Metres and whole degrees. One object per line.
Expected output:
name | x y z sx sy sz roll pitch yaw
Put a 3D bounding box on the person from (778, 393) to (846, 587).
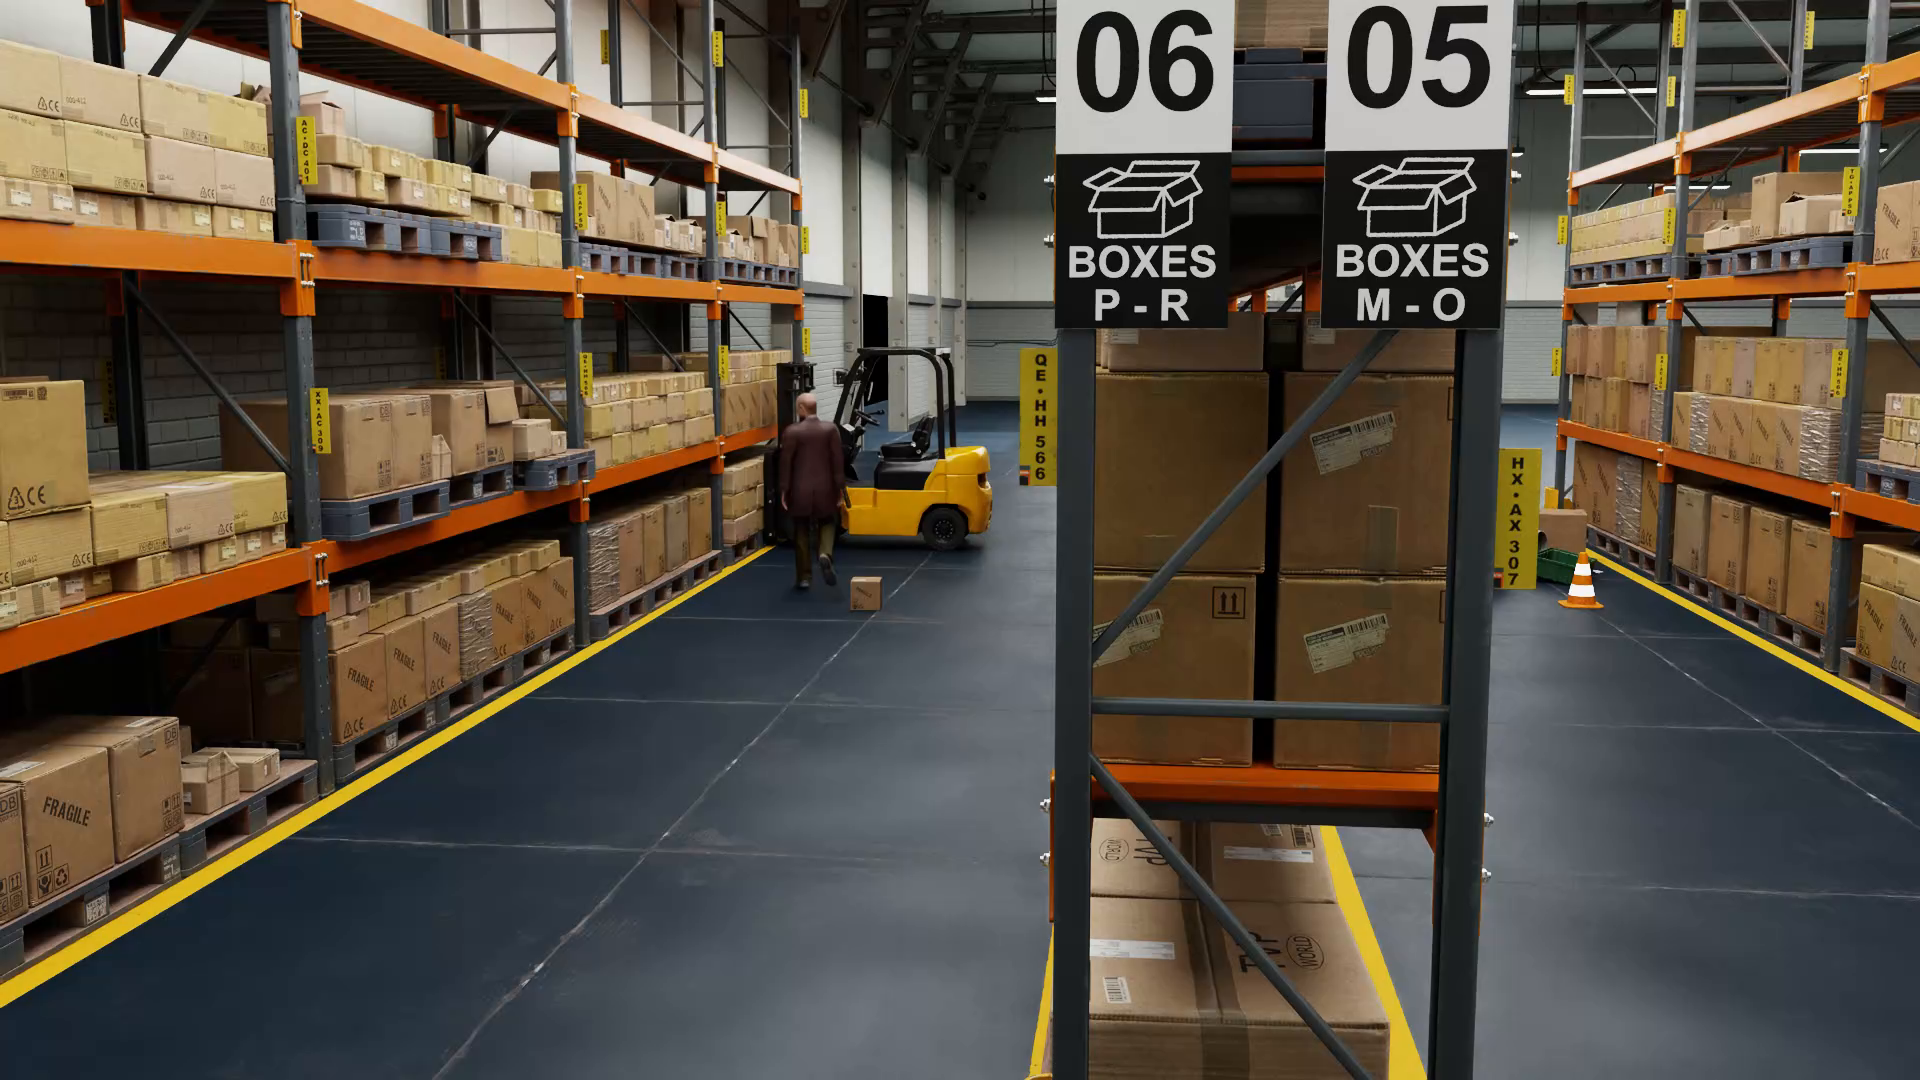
person | -1.356 -0.451 15.147 0.613 1.776 0.581 -2 8 -16
